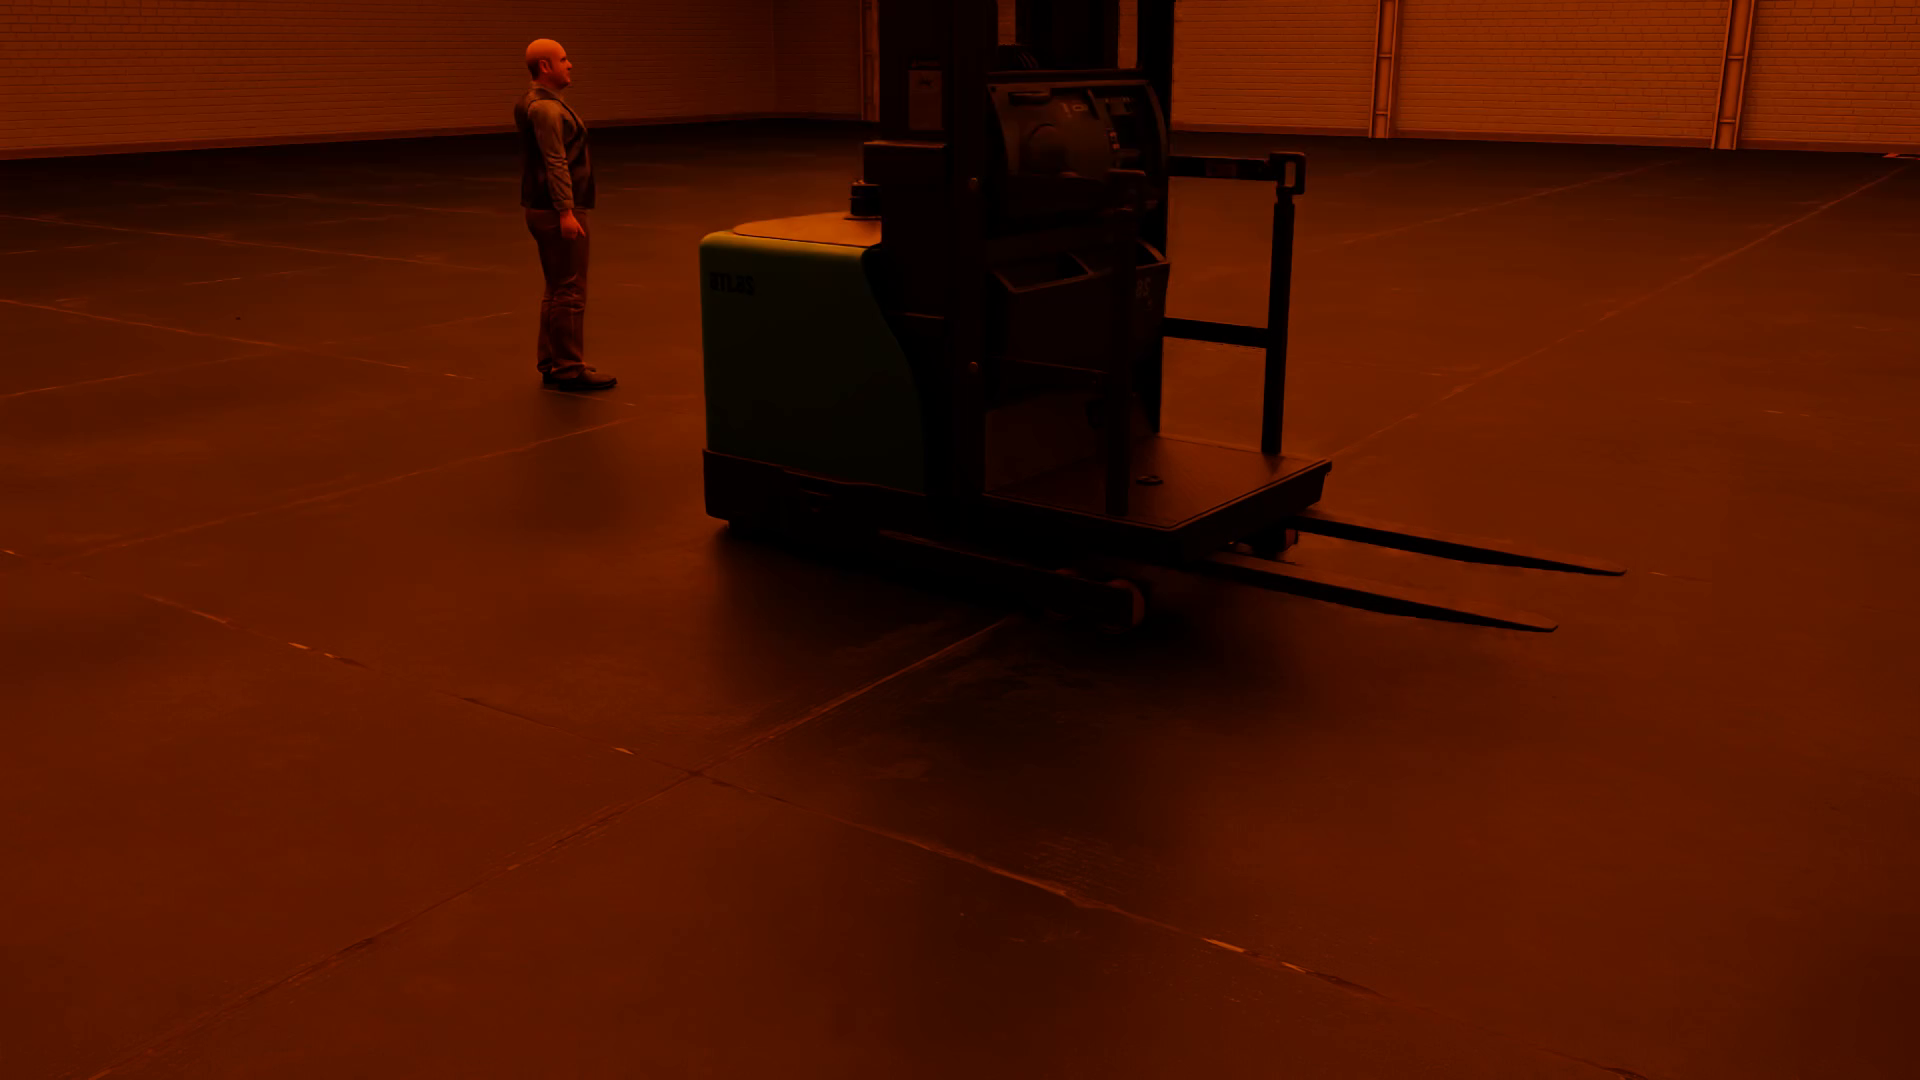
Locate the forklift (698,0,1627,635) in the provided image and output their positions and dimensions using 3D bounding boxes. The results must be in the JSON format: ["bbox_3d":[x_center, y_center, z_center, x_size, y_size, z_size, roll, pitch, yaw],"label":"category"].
[{"bbox_3d":[0.553,-1.292,5.152,3.031,2.935,1.130,12,21,35],"label":"forklift"}]

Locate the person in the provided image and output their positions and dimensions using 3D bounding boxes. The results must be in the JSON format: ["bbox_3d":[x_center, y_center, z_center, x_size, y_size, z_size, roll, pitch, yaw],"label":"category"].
[{"bbox_3d":[-2.022,-1.644,8.446,0.372,1.725,0.550,-8,18,-25],"label":"person"}]
